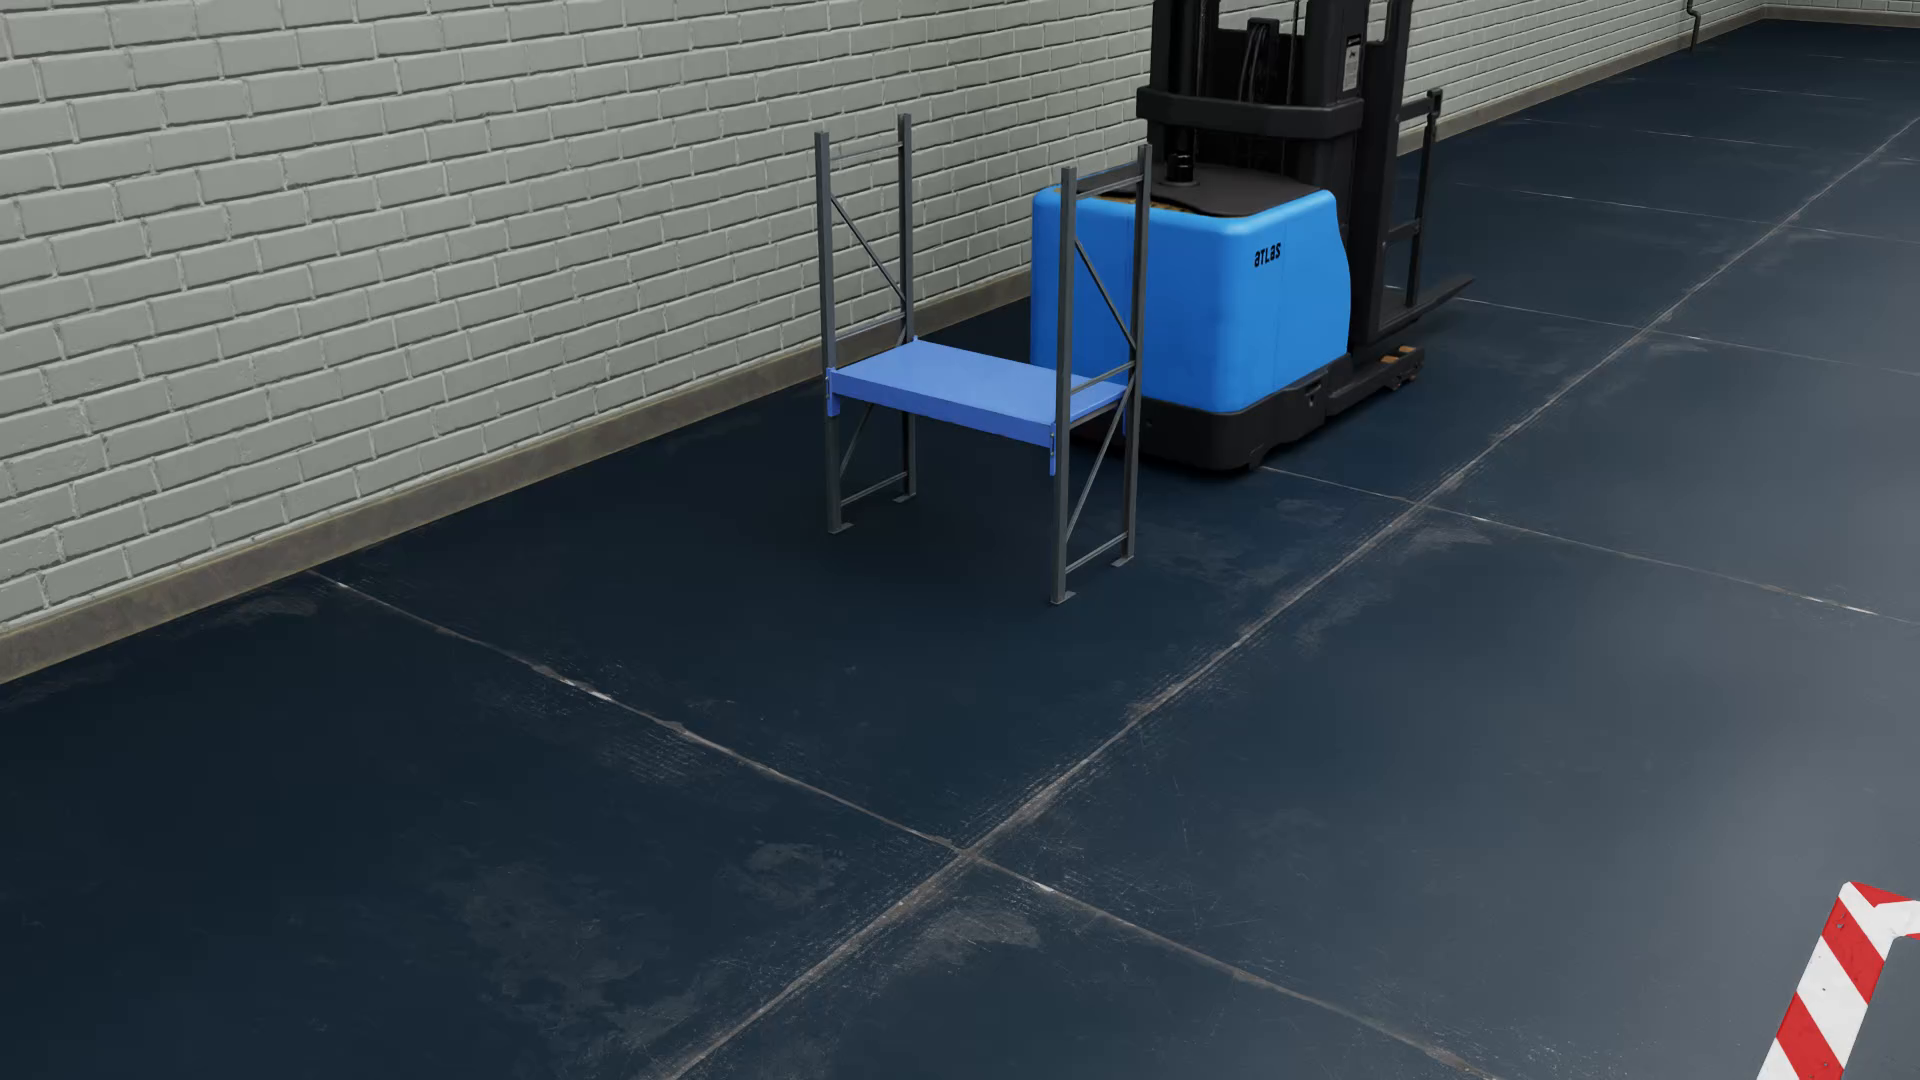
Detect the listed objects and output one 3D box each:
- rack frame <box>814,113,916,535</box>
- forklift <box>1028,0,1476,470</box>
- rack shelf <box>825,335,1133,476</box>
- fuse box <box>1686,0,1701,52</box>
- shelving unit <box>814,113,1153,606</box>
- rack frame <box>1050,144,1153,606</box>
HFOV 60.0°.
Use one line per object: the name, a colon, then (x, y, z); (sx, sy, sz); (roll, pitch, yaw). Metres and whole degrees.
rack frame: (-0.339, -0.789, 6.180); (0.032, 1.500, 0.500); (17, 29, 33)
forklift: (1.580, -2.152, 7.499); (1.130, 2.935, 3.031); (17, 29, 34)
rack shelf: (0.068, -0.501, 5.973); (1.000, 0.185, 0.538); (17, 29, 33)
fuse box: (8.292, -6.288, 18.400); (0.414, 1.711, 0.539); (17, 29, 33)
shelving unit: (0.068, -0.666, 5.901); (1.048, 1.500, 0.538); (17, 29, 33)
rack frame: (0.475, -0.543, 5.622); (0.032, 1.500, 0.500); (17, 29, 33)
